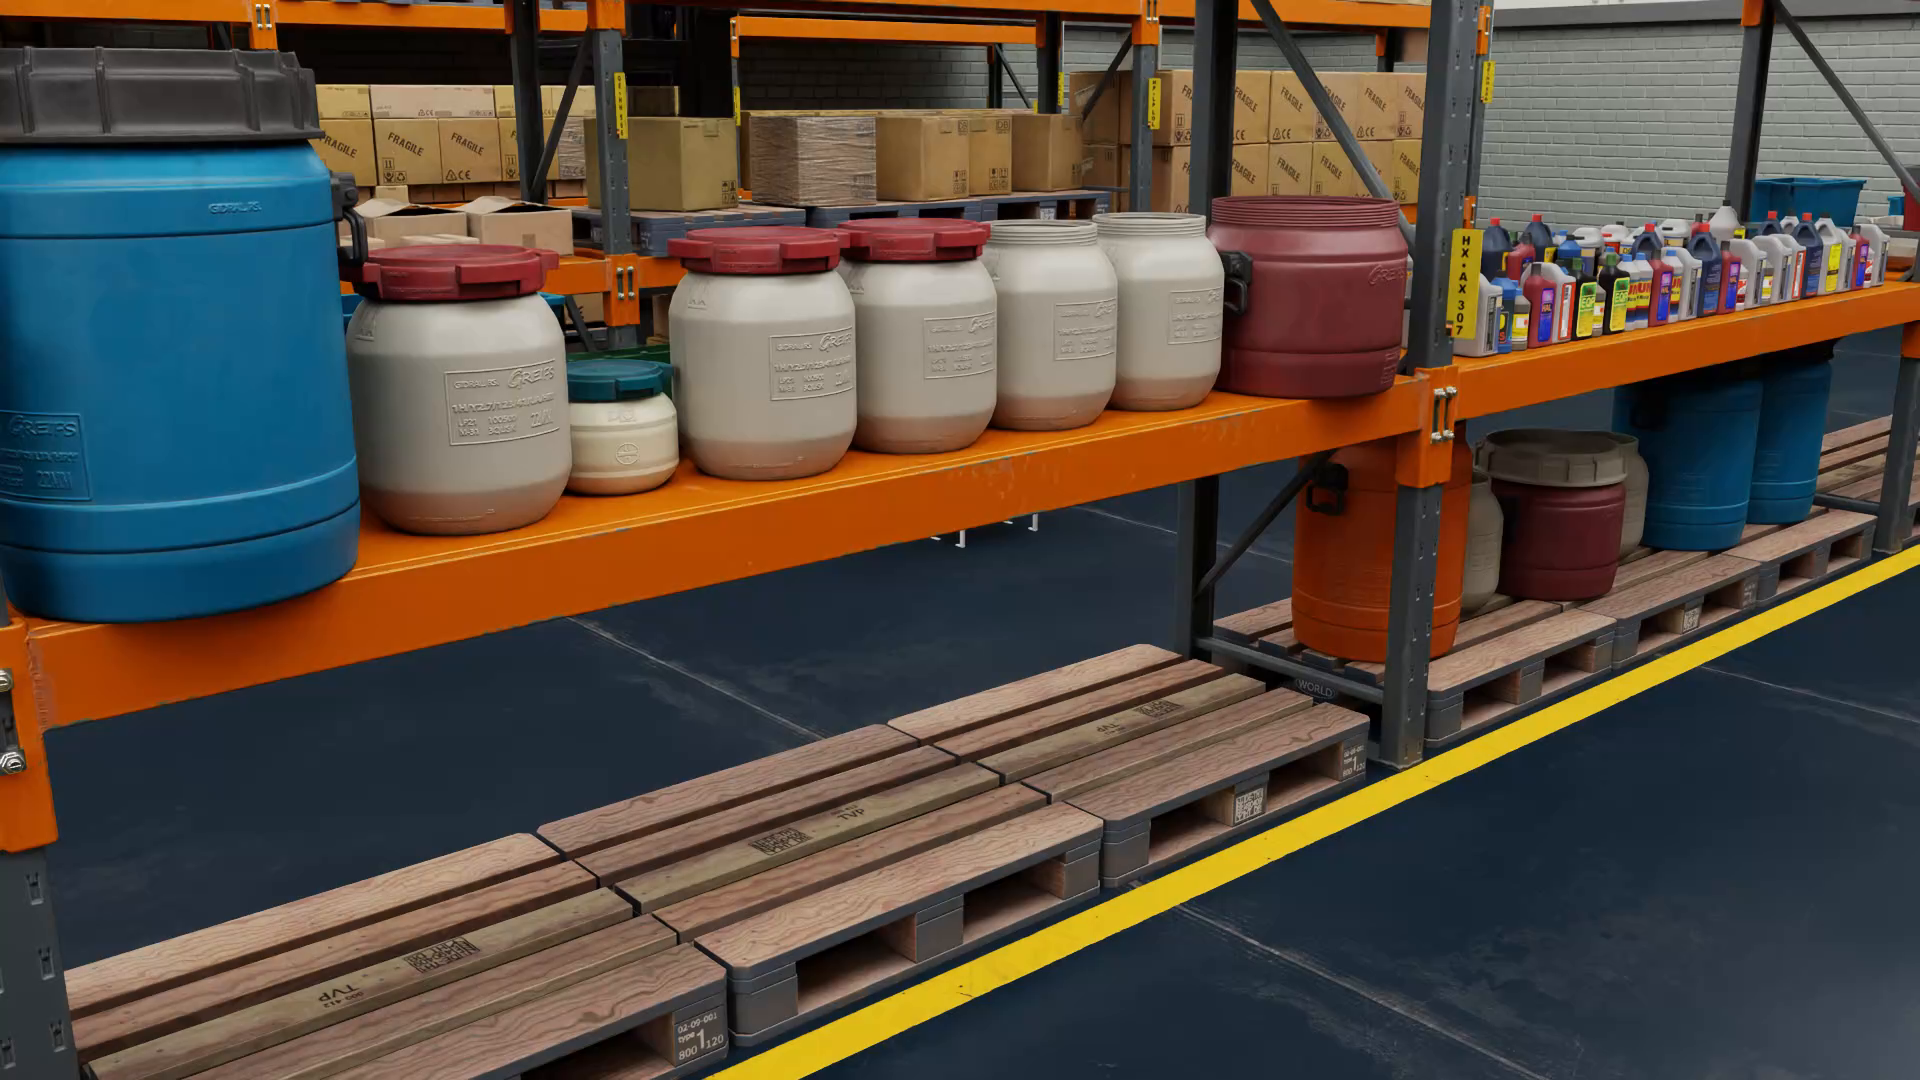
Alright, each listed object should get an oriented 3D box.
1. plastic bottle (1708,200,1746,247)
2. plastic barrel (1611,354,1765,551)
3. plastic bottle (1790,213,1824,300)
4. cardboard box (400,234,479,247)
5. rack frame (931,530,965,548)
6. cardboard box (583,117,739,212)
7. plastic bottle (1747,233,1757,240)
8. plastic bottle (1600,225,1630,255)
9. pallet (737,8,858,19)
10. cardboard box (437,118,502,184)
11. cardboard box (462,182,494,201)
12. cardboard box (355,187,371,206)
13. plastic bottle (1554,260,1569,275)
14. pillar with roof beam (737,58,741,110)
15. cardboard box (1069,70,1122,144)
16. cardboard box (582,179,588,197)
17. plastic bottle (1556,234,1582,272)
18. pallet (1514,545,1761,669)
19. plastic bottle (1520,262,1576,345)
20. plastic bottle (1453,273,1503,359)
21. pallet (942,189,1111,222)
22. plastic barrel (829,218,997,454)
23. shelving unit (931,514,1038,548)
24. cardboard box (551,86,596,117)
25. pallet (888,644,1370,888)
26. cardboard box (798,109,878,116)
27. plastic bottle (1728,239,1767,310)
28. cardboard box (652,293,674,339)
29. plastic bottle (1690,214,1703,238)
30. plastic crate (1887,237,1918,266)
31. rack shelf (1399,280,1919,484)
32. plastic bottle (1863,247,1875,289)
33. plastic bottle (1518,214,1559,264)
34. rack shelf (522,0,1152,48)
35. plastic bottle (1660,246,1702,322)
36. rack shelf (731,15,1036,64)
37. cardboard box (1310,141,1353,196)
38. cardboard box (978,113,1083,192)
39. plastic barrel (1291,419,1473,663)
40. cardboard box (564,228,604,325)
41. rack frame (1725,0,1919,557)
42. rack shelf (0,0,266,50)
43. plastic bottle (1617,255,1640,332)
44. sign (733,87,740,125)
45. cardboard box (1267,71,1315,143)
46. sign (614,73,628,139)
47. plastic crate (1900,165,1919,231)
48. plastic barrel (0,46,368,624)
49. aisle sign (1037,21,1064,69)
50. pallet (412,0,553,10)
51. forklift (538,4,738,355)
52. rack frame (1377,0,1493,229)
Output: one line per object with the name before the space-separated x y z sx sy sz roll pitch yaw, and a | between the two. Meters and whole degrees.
plastic bottle | 3.661 -1.449 7.958 0.185 0.351 0.144 -13 19 -39
plastic barrel | 3.214 -0.457 7.400 0.708 0.901 0.600 -13 19 -39
plastic bottle | 3.551 -1.202 7.032 0.185 0.351 0.144 -13 19 -39
cardboard box | -2.594 -1.436 8.301 0.250 0.149 0.380 -13 19 -39
rack frame | -0.059 -0.566 8.045 0.015 1.200 0.240 -13 19 -39
cardboard box | -1.696 -2.144 9.455 0.700 0.500 0.500 8 17 28
plastic bottle | 3.332 -1.158 7.023 0.097 0.271 0.097 0 15 0
plastic bottle | 2.872 -1.255 7.378 0.135 0.276 0.152 -13 19 -39
pallet | -1.710 -4.948 15.321 1.213 0.211 1.003 -13 19 -39
cardboard box | -4.041 -3.132 13.355 0.500 0.500 0.500 -13 20 -40
cardboard box | -3.999 -2.850 13.555 0.250 0.149 0.380 -12 19 -39
cardboard box | -4.755 -2.667 12.872 0.250 0.149 0.380 -12 19 -39
plastic bottle | 2.105 -0.852 5.875 0.097 0.271 0.097 0 15 0
pillar with roof beam | 0.452 -5.752 12.348 0.400 9.000 9.100 -13 19 -39
cardboard box | 1.132 -3.109 11.945 0.500 0.500 0.500 -13 19 -39
cardboard box | -3.192 -3.014 14.169 0.250 0.149 0.380 -13 19 -39
plastic bottle | 2.539 -1.138 6.949 0.097 0.271 0.097 0 15 0
pallet | 2.639 0.201 7.088 1.213 0.211 1.003 -13 19 -39
plastic bottle | 2.039 -0.828 5.776 0.135 0.276 0.152 -13 19 -39
plastic bottle | 1.690 -0.749 5.483 0.135 0.276 0.152 -13 19 -39
pallet | 0.246 -2.234 11.175 1.213 0.211 1.003 -13 19 -39
plastic barrel | -0.120 -0.504 4.060 0.433 0.535 0.433 0 15 0
shelving unit | 0.125 -0.608 8.200 0.503 1.200 0.258 -13 19 -39
cardboard box | -3.295 -3.669 13.911 0.500 0.250 0.500 -12 19 -38
pallet | 0.542 0.672 5.325 1.213 0.211 1.003 -13 19 -39
cardboard box | -1.360 -3.761 15.938 0.700 0.700 0.980 -13 20 -41
plastic bottle | 3.152 -1.077 6.711 0.135 0.276 0.152 -13 19 -39
cardboard box | -1.506 -1.345 10.012 0.500 0.250 0.500 -12 19 -37
plastic bottle | 3.512 -1.418 7.974 0.133 0.283 0.061 -13 19 -39
plastic crate | 4.614 -1.429 8.182 0.243 0.136 0.396 -13 19 -39
rack shelf | 2.661 -0.790 6.789 4.000 0.370 1.077 -13 19 -39
plastic bottle | 4.015 -1.226 7.411 0.097 0.201 0.097 0 15 0
plastic bottle | 2.427 -1.193 6.999 0.185 0.351 0.144 -13 19 -39
rack shelf | -0.588 -3.204 10.015 4.000 0.370 1.077 -13 19 -39
plastic bottle | 2.737 -0.984 6.362 0.135 0.276 0.152 -13 19 -39
rack shelf | -0.825 -4.846 16.159 4.000 0.370 1.077 -13 19 -39
cardboard box | 2.630 -2.781 12.655 0.500 0.500 0.500 -13 20 -40
cardboard box | 0.416 -2.656 11.373 0.700 0.500 0.500 8 17 28
plastic barrel | 1.510 -0.039 5.976 0.708 0.830 0.600 -13 19 -39
cardboard box | -3.408 -2.283 14.336 0.750 0.750 0.750 -12 19 -38
rack frame | 4.169 -1.476 7.965 0.127 3.000 1.000 -13 19 -39
rack shelf | -6.860 -3.490 11.086 4.000 0.370 1.077 -13 19 -39
plastic bottle | 2.420 -0.901 6.061 0.097 0.271 0.097 0 15 0
sign | -1.970 -3.822 14.657 0.005 0.325 0.100 -13 19 -39
cardboard box | 2.238 -3.172 12.182 0.500 0.500 0.500 -13 20 -41
sign | -1.730 -2.216 8.489 0.005 0.325 0.100 -13 19 -39
plastic crate | 5.008 -1.639 8.332 0.583 0.464 0.402 -13 19 -39
plastic barrel | -1.375 -0.370 2.851 0.708 0.901 0.600 -13 19 -39
aisle sign | 0.935 -5.292 17.214 0.004 0.787 0.394 -13 19 -39
pallet | -4.059 -4.395 13.444 1.213 0.211 1.003 -12 19 -37
forklift | -2.400 -2.451 11.747 3.031 2.935 1.130 -13 20 -40
rack frame | 3.938 -3.119 14.114 0.127 3.000 1.000 -13 19 -39
